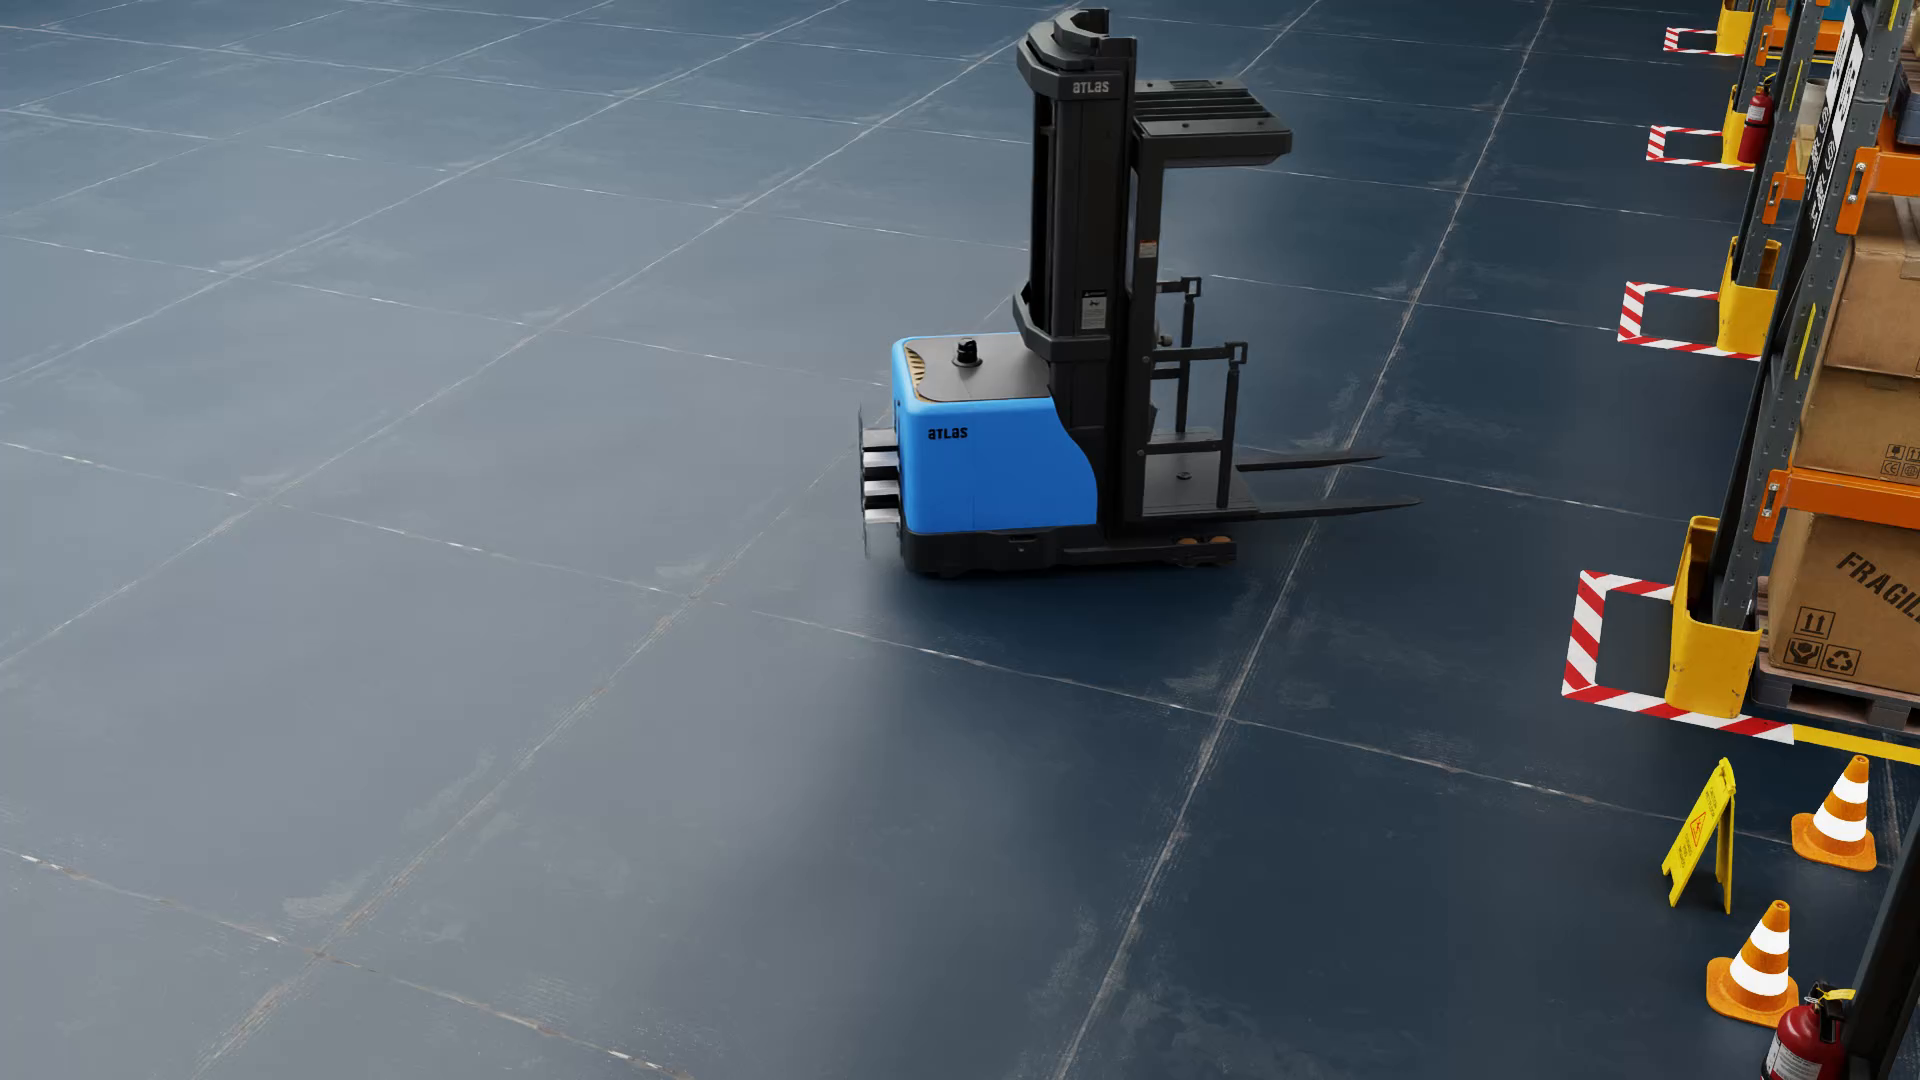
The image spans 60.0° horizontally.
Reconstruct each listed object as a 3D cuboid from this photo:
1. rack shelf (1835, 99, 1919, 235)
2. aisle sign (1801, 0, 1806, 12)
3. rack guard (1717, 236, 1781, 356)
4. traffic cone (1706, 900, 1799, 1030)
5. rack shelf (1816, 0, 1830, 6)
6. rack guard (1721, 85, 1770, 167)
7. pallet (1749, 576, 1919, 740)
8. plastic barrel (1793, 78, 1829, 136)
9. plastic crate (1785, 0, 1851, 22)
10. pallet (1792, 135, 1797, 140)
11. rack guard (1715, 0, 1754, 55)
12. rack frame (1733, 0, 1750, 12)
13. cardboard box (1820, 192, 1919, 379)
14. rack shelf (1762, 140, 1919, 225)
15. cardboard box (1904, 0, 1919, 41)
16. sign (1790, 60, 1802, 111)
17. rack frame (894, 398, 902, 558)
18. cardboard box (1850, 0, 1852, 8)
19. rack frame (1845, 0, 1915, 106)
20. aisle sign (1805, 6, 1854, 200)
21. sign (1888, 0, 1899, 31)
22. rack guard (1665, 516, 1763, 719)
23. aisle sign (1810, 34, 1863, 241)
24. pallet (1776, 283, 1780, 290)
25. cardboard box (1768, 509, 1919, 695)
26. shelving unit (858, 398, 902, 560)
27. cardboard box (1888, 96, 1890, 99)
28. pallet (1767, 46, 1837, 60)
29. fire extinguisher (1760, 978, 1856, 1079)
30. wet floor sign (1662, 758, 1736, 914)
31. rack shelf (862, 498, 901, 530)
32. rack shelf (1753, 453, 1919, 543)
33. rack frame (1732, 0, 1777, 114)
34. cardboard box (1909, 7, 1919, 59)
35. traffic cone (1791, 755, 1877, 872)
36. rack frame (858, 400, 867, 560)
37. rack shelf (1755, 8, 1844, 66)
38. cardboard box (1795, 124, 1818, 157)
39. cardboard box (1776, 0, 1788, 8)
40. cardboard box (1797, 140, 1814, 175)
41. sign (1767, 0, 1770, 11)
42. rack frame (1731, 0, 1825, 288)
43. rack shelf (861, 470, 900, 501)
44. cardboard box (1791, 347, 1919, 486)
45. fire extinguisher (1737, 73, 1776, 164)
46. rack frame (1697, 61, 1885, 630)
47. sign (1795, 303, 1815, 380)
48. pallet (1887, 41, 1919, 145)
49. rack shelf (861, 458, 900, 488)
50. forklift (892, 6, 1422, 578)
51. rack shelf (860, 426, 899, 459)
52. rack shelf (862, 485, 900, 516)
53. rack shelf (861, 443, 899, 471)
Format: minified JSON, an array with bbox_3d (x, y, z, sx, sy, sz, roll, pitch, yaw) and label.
[{"bbox_3d":[5.765,-1.331,6.738,4.000,0.370,1.077,11,31,19],"label":"rack shelf"},{"bbox_3d":[5.700,-3.957,11.061,0.004,0.787,0.394,11,31,19],"label":"aisle sign"},{"bbox_3d":[5.941,-1.848,12.512,0.348,0.500,1.175,11,31,19],"label":"rack guard"},{"bbox_3d":[3.130,1.595,6.459,0.334,0.463,0.336,11,31,19],"label":"traffic cone"},{"bbox_3d":[7.724,-3.573,10.706,4.000,0.370,1.077,11,31,19],"label":"rack shelf"},{"bbox_3d":[7.821,-4.128,16.546,0.348,0.500,1.175,11,31,19],"label":"rack guard"},{"bbox_3d":[4.682,0.618,8.442,1.213,0.211,1.003,11,31,19],"label":"pallet"},{"bbox_3d":[8.371,-4.222,16.273,0.421,0.512,0.421,0,29,0],"label":"plastic barrel"},{"bbox_3d":[8.309,-5.188,16.032,0.616,0.251,0.499,11,31,19],"label":"plastic crate"},{"bbox_3d":[8.572,-3.850,16.347,1.213,0.211,1.003,11,31,19],"label":"pallet"},{"bbox_3d":[9.576,-6.383,20.535,0.348,0.500,1.175,11,31,19],"label":"rack guard"},{"bbox_3d":[9.598,-7.467,19.912,0.127,3.000,1.000,11,31,19],"label":"rack frame"},{"bbox_3d":[4.241,-1.157,7.499,0.550,0.550,0.875,11,31,19],"label":"cardboard box"},{"bbox_3d":[7.724,-2.268,11.444,4.000,0.370,1.077,11,31,19],"label":"rack shelf"},{"bbox_3d":[6.278,-3.333,11.178,0.500,0.500,0.500,11,31,19],"label":"cardboard box"},{"bbox_3d":[5.667,-3.080,11.271,0.005,0.325,0.100,11,31,19],"label":"sign"},{"bbox_3d":[-0.352,-0.347,9.450,0.006,0.900,0.240,-4,30,-6],"label":"rack frame"},{"bbox_3d":[6.473,-3.570,11.598,0.500,0.500,0.500,11,31,19],"label":"cardboard box"},{"bbox_3d":[3.912,-3.320,6.478,0.127,3.000,1.000,11,31,19],"label":"rack frame"},{"bbox_3d":[3.959,-1.989,7.579,0.004,0.787,0.394,11,31,19],"label":"aisle sign"},{"bbox_3d":[3.698,-2.177,6.536,0.005,0.325,0.100,11,31,19],"label":"sign"},{"bbox_3d":[3.890,0.376,8.577,0.348,0.500,1.175,11,31,19],"label":"rack guard"},{"bbox_3d":[3.734,-1.716,7.095,0.004,0.787,0.394,11,31,19],"label":"aisle sign"},{"bbox_3d":[6.680,-1.556,12.289,1.213,0.211,1.003,11,31,19],"label":"pallet"},{"bbox_3d":[4.565,0.130,8.205,0.875,0.875,0.875,11,31,19],"label":"cardboard box"},{"bbox_3d":[-0.453,-0.341,9.439,0.210,0.900,0.258,-4,30,-6],"label":"shelving unit"},{"bbox_3d":[6.370,-3.009,11.622,0.500,0.500,0.875,11,31,19],"label":"cardboard box"},{"bbox_3d":[10.323,-6.131,20.382,1.213,0.211,1.003,11,31,19],"label":"pallet"},{"bbox_3d":[2.212,1.370,4.356,0.183,0.674,0.296,11,31,19],"label":"fire extinguisher"},{"bbox_3d":[3.141,1.215,6.945,0.232,0.644,0.267,6,30,11],"label":"wet floor sign"},{"bbox_3d":[-0.453,-0.155,9.544,0.200,0.077,0.258,-4,30,-6],"label":"rack shelf"},{"bbox_3d":[5.765,-0.025,7.476,4.000,0.370,1.077,11,31,19],"label":"rack shelf"},{"bbox_3d":[7.733,-5.209,15.918,0.127,3.000,1.000,11,31,19],"label":"rack frame"},{"bbox_3d":[4.348,-2.224,7.314,0.250,0.149,0.380,11,31,19],"label":"cardboard box"},{"bbox_3d":[3.870,1.142,7.259,0.334,0.463,0.336,11,31,19],"label":"traffic cone"},{"bbox_3d":[-0.554,-0.335,9.428,0.006,0.900,0.240,-4,30,-6],"label":"rack frame"},{"bbox_3d":[9.586,-4.526,15.440,4.000,0.370,1.077,11,31,19],"label":"rack shelf"},{"bbox_3d":[6.212,-2.883,12.057,0.250,0.149,0.380,11,31,19],"label":"cardboard box"},{"bbox_3d":[10.207,-6.816,20.365,0.500,0.500,0.500,11,31,19],"label":"cardboard box"},{"bbox_3d":[6.045,-2.680,11.698,0.250,0.149,0.380,11,31,19],"label":"cardboard box"},{"bbox_3d":[7.522,-5.080,15.407,0.005,0.325,0.100,11,31,19],"label":"sign"},{"bbox_3d":[5.870,-2.951,11.922,0.127,3.000,1.000,11,31,19],"label":"rack frame"},{"bbox_3d":[-0.453,-0.312,9.455,0.200,0.077,0.258,-4,30,-6],"label":"rack shelf"},{"bbox_3d":[4.273,-0.725,7.832,0.550,0.550,0.875,11,31,19],"label":"cardboard box"},{"bbox_3d":[5.938,-3.148,12.350,0.183,0.674,0.296,11,31,19],"label":"fire extinguisher"},{"bbox_3d":[3.912,-0.708,7.954,0.127,3.000,1.000,11,31,19],"label":"rack frame"},{"bbox_3d":[3.698,-0.867,7.276,0.005,0.325,0.100,11,31,19],"label":"sign"},{"bbox_3d":[4.603,-1.843,7.003,1.213,0.211,1.003,11,31,19],"label":"pallet"},{"bbox_3d":[-0.453,-0.390,9.411,0.200,0.077,0.258,-4,30,-6],"label":"rack shelf"},{"bbox_3d":[1.148,-1.373,9.200,3.031,2.935,1.130,-4,30,-6],"label":"forklift"},{"bbox_3d":[-0.453,-0.547,9.322,0.200,0.077,0.258,-4,30,-6],"label":"rack shelf"},{"bbox_3d":[-0.453,-0.234,9.500,0.200,0.077,0.258,-4,30,-6],"label":"rack shelf"},{"bbox_3d":[-0.453,-0.469,9.367,0.200,0.077,0.258,-4,30,-6],"label":"rack shelf"}]
